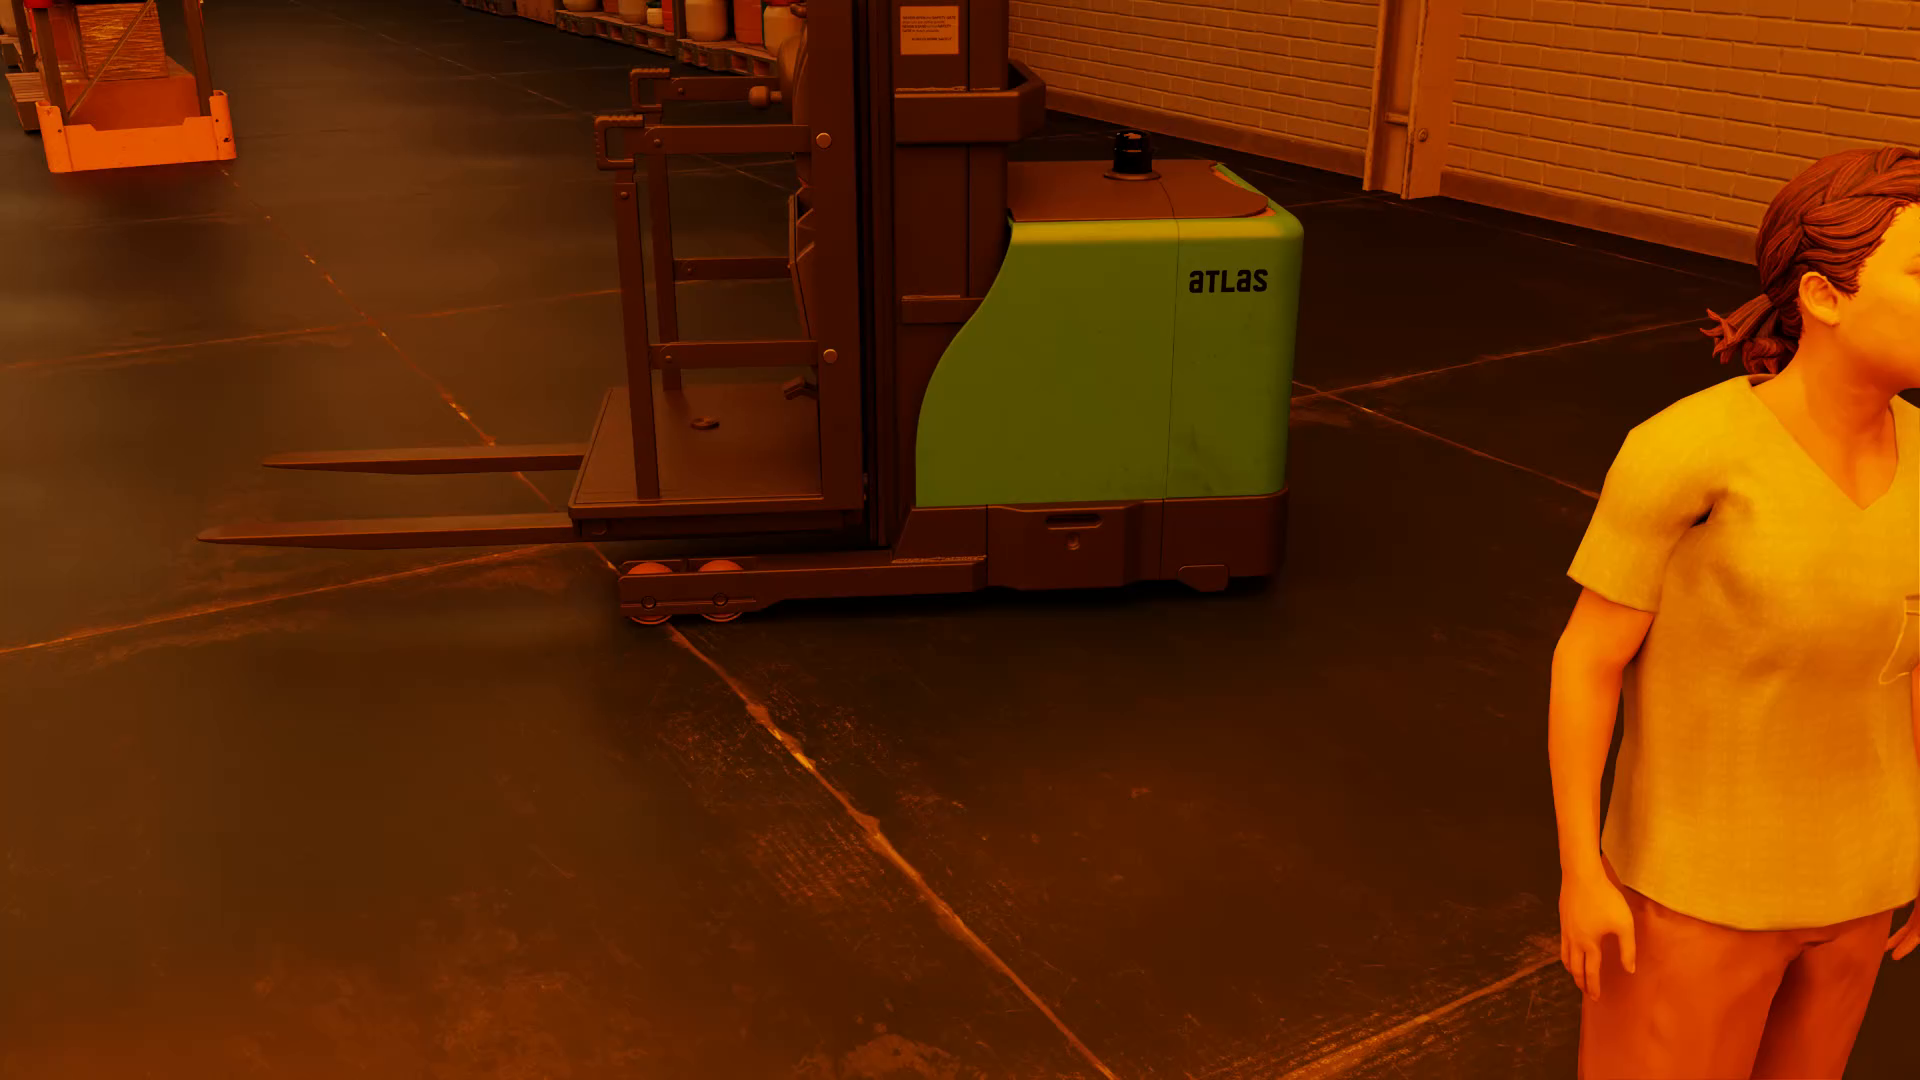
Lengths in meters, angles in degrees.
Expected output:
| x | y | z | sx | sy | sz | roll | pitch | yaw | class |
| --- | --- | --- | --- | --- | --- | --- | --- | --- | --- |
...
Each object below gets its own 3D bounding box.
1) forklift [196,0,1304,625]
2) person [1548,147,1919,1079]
| x | y | z | sx | sy | sz | roll | pitch | yaw | class |
| --- | --- | --- | --- | --- | --- | --- | --- | --- | --- |
| -0.619 | -1.334 | 4.524 | 3.031 | 2.935 | 1.130 | -2 | 22 | -5 | forklift |
| 0.928 | 0.425 | 1.871 | 0.554 | 1.676 | 0.550 | -6 | 23 | -14 | person |
